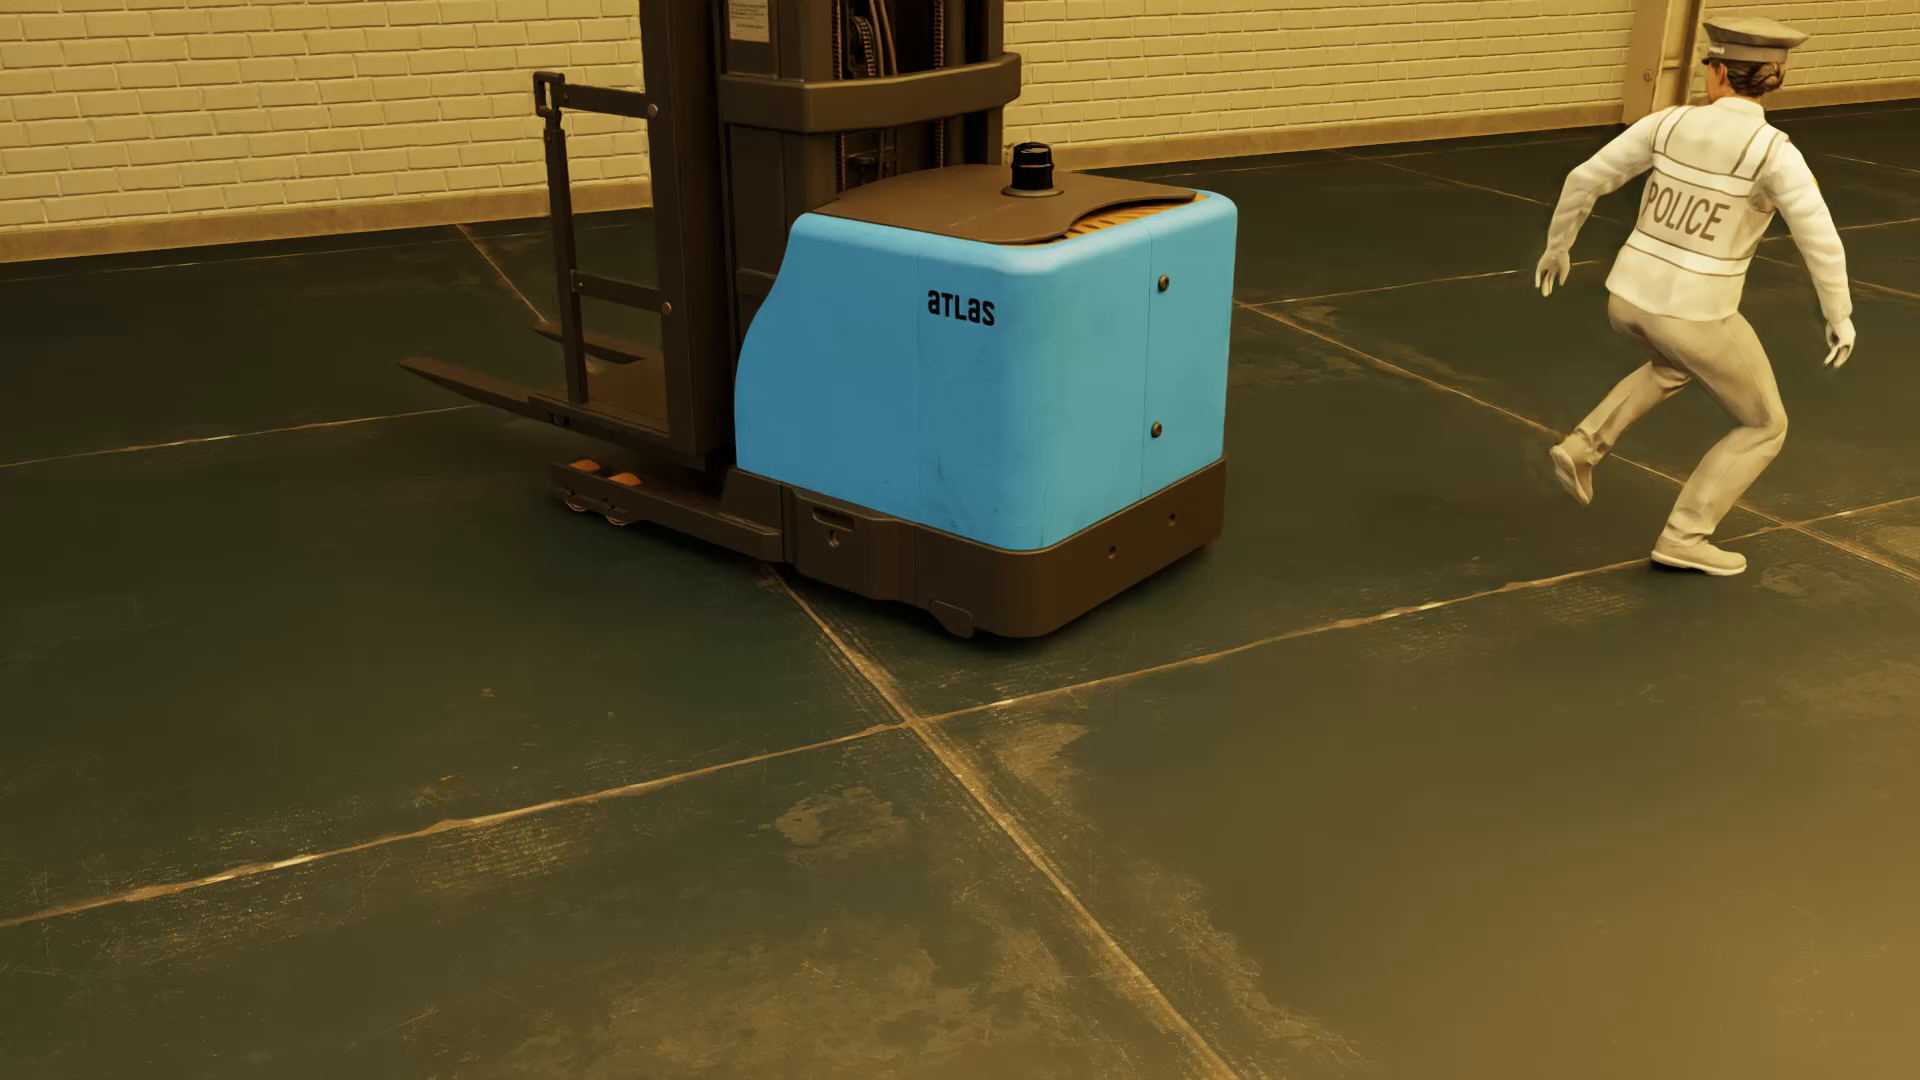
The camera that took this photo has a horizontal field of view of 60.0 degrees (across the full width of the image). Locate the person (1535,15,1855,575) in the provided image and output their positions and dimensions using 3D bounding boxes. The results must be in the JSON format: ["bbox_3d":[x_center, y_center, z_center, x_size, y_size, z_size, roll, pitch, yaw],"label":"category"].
[{"bbox_3d":[2.094,-0.691,4.773,0.526,1.560,0.789,-10,25,-23],"label":"person"}]

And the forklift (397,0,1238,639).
[{"bbox_3d":[-0.676,-1.536,4.984,3.031,2.935,1.130,17,28,35],"label":"forklift"}]
